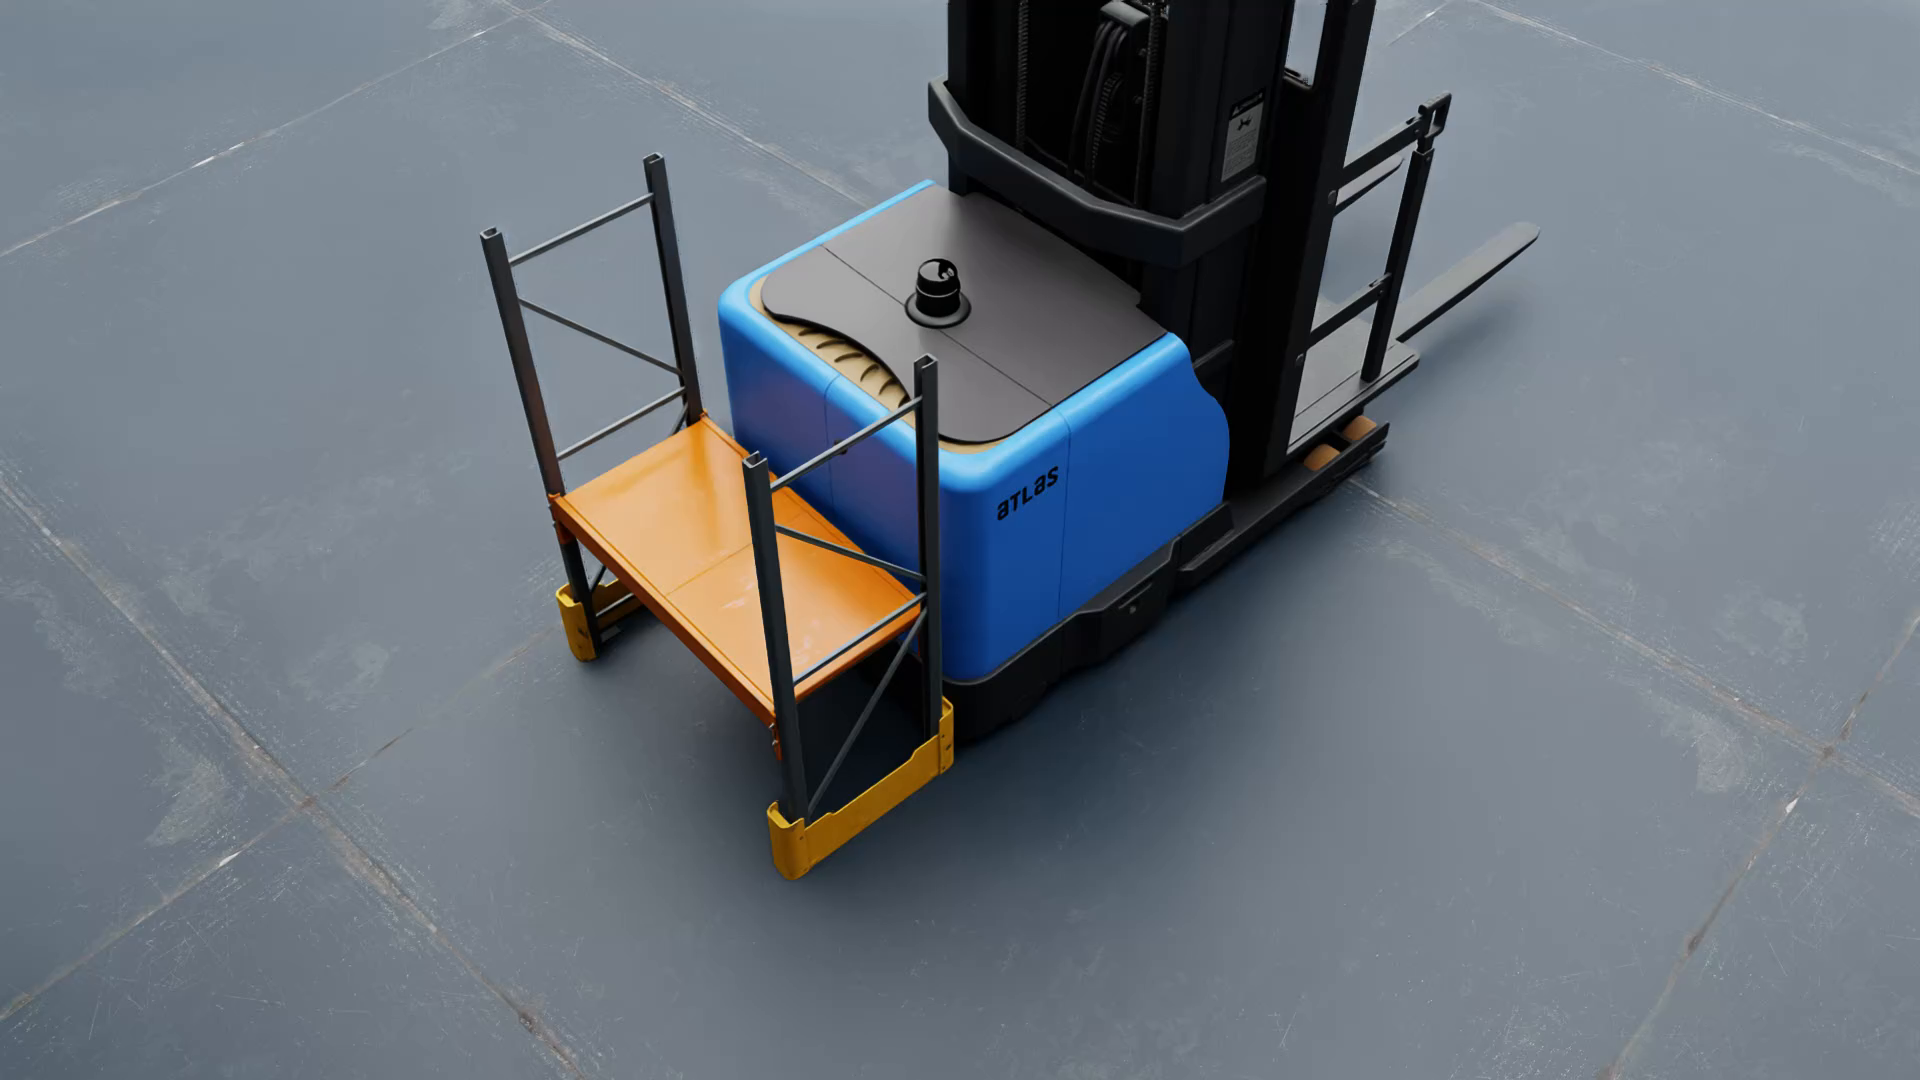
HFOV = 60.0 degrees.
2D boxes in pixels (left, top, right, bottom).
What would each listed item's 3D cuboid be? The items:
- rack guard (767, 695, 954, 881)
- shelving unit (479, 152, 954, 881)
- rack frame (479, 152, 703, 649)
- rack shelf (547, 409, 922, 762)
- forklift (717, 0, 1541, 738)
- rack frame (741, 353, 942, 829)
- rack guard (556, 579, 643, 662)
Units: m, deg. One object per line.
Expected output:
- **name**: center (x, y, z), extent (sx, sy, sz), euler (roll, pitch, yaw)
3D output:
- **rack guard**: center (-0.256, 0.658, 4.461), extent (0.587, 0.250, 0.087), euler (-33, 55, -27)
- **shelving unit**: center (-0.588, -0.041, 4.259), extent (0.587, 1.500, 1.083), euler (-33, 55, -27)
- **rack frame**: center (-0.921, -0.312, 4.514), extent (0.500, 1.500, 0.032), euler (-33, 55, -27)
- **rack shelf**: center (-0.582, 0.087, 4.386), extent (0.538, 0.185, 1.000), euler (-33, 55, -27)
- **forklift**: center (0.761, -1.400, 4.554), extent (3.031, 2.935, 1.130), euler (-34, 55, -28)
- **rack frame**: center (-0.243, 0.241, 3.995), extent (0.500, 1.500, 0.032), euler (-33, 55, -27)
- **rack guard**: center (-0.920, 0.116, 4.969), extent (0.587, 0.250, 0.087), euler (-33, 55, -27)
